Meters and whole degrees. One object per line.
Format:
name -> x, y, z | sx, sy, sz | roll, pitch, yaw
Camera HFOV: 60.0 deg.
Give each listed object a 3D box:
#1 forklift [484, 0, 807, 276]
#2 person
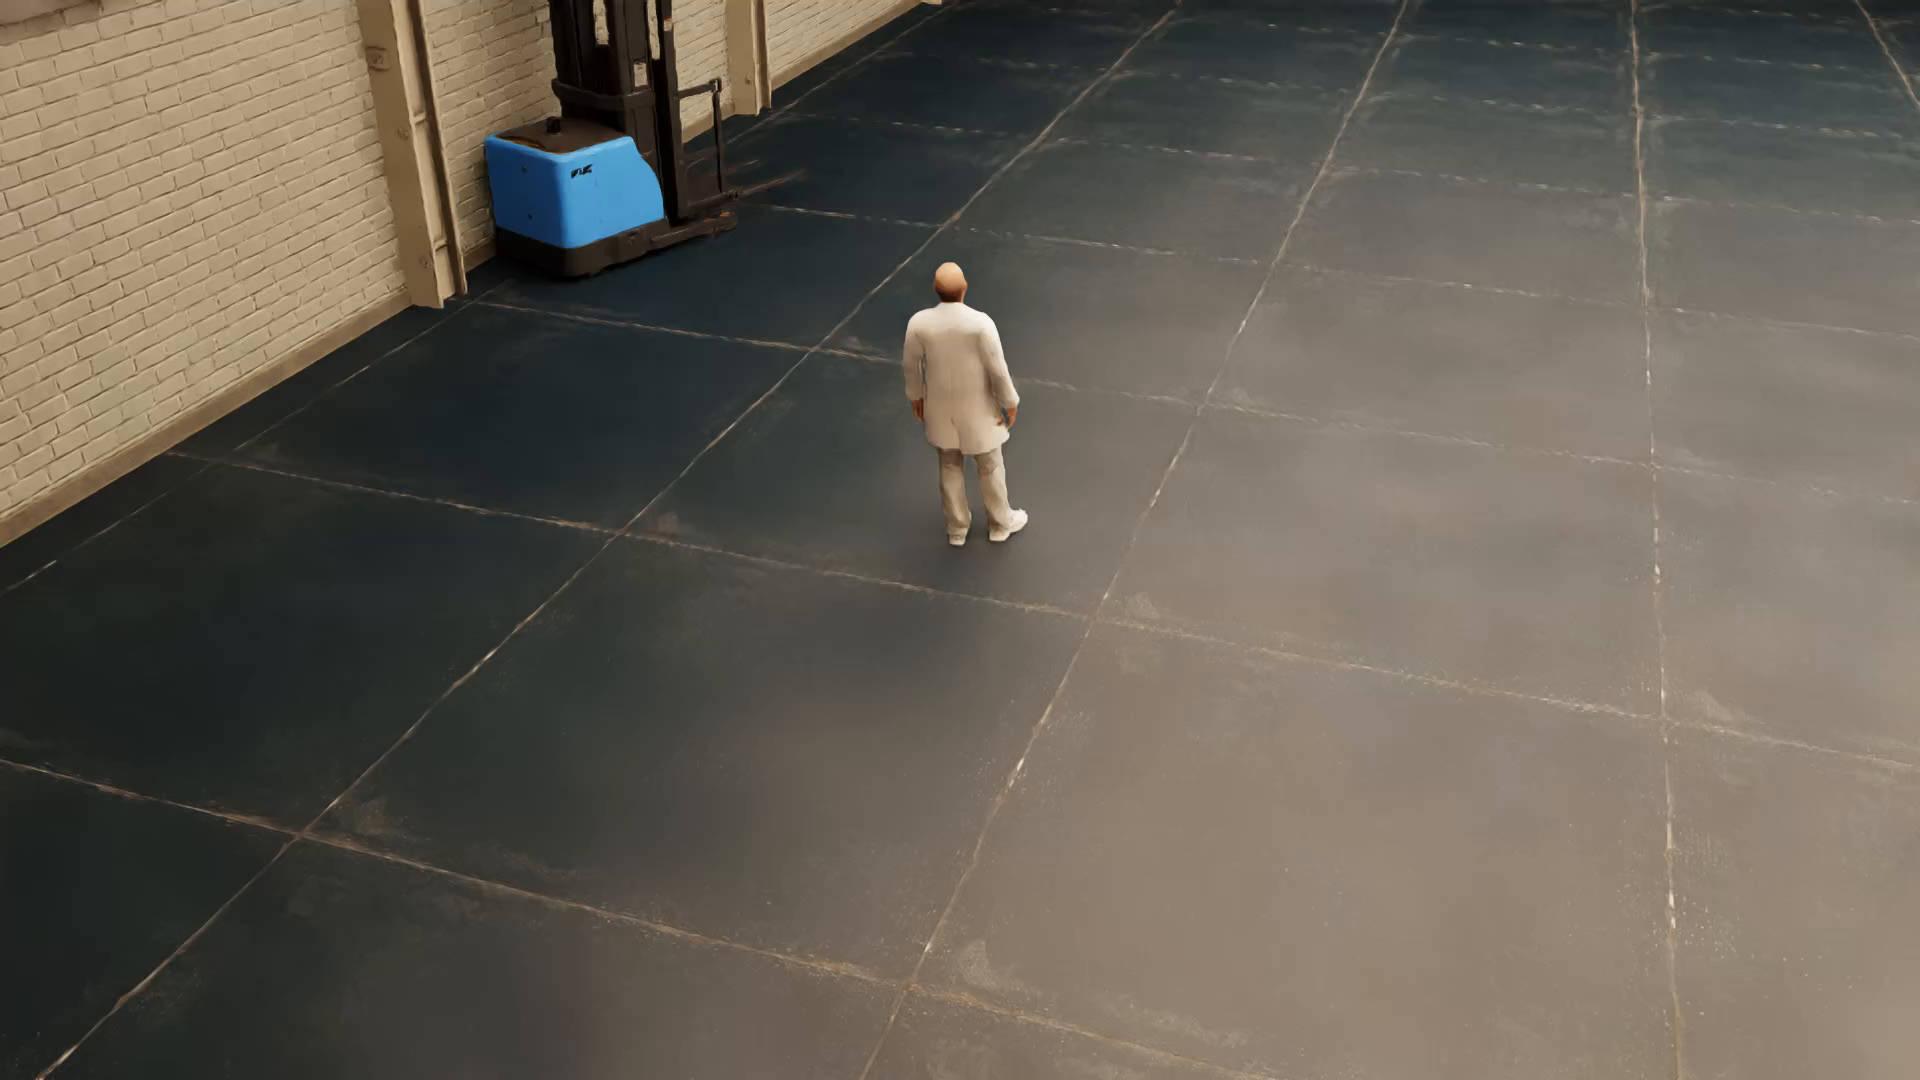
forklift -> -2.665, -4.123, 14.369 | 1.130, 2.935, 3.031 | 22, 36, 33
person -> 0.034, -0.821, 9.726 | 0.694, 1.776, 0.579 | 10, 31, 16
